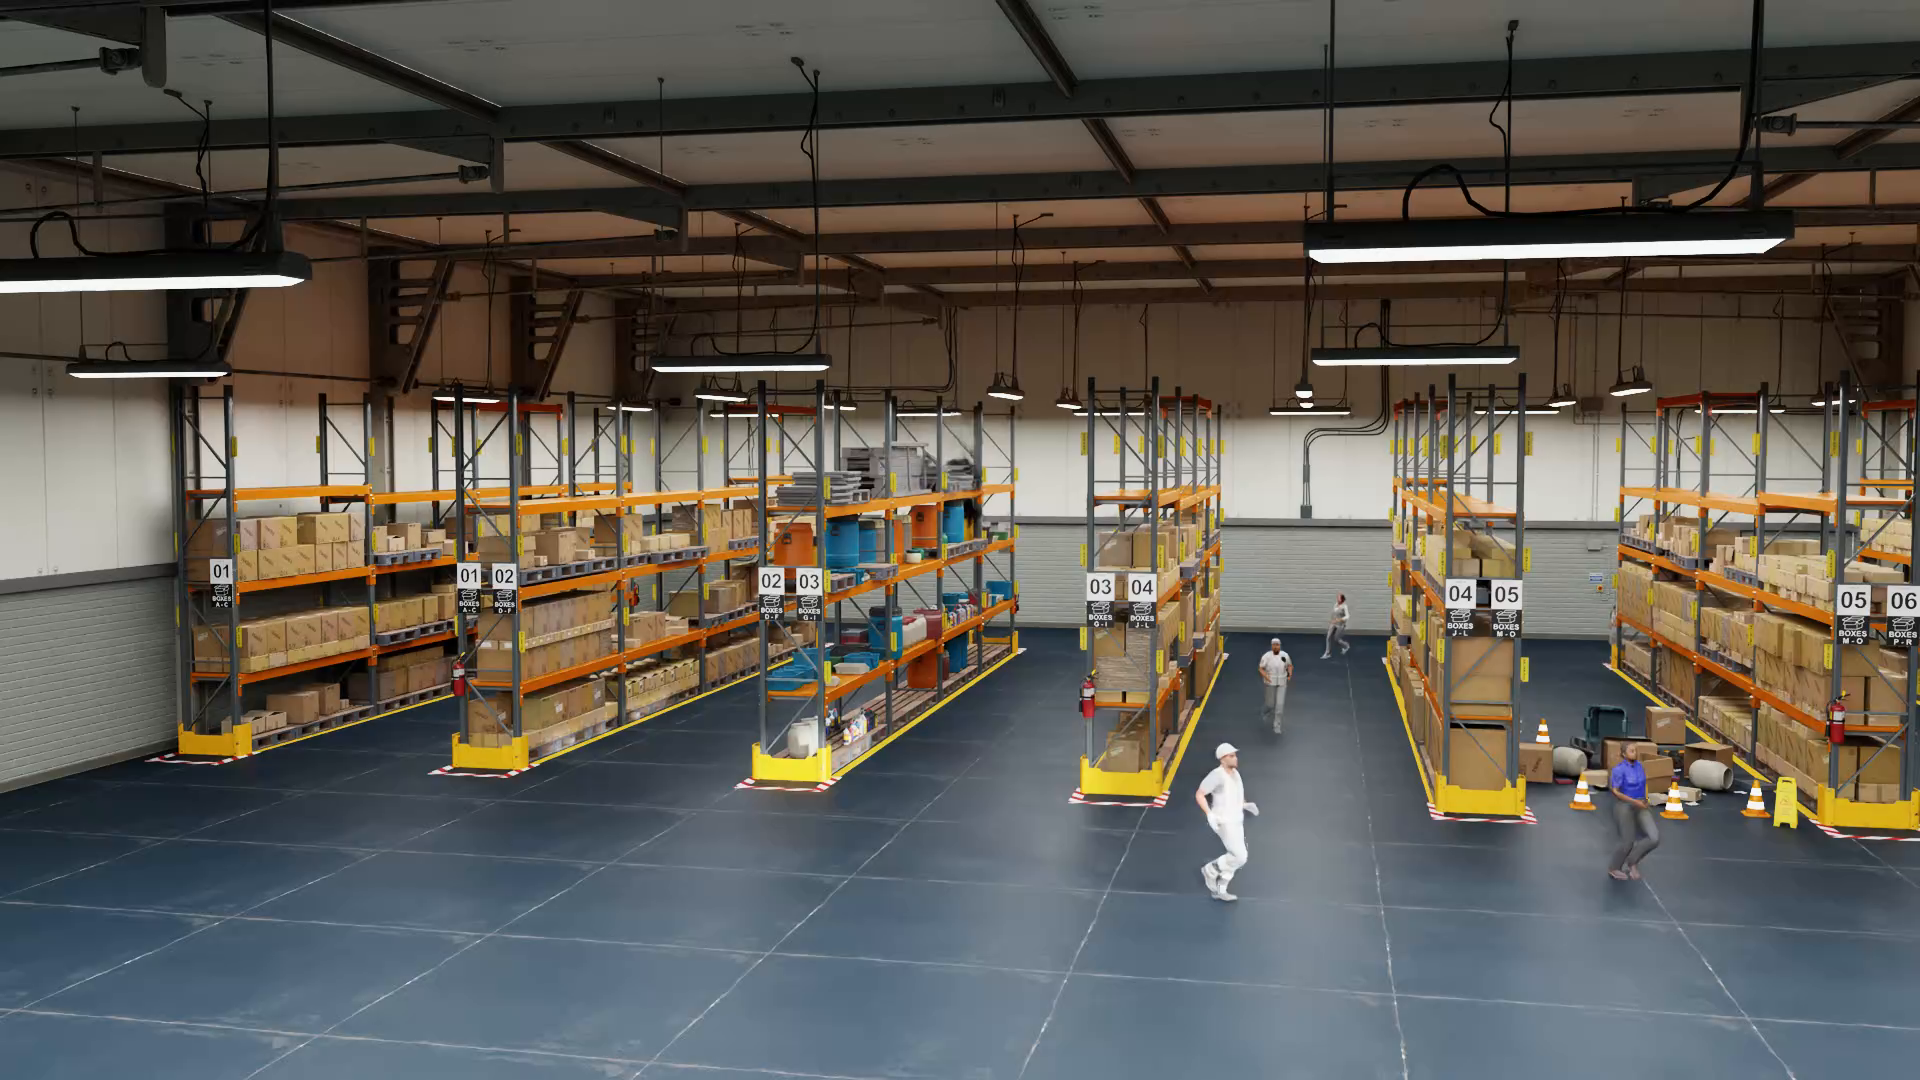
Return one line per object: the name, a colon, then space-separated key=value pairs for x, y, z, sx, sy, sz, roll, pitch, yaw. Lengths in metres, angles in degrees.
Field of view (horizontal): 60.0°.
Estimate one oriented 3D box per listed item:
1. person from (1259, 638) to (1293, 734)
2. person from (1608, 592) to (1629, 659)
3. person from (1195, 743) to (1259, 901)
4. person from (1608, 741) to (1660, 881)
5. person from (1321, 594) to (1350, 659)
person: x=5.577 y=2.554 z=29.359 sx=0.614 sy=1.663 sz=0.766 roll=0 pitch=3 yaw=3
person: x=15.428 y=1.986 z=38.816 sx=0.573 sy=1.693 sz=0.707 roll=2 pitch=4 yaw=33
person: x=2.972 y=3.106 z=18.273 sx=0.587 sy=1.739 sz=0.656 roll=3 pitch=4 yaw=39
person: x=7.750 y=3.118 z=19.125 sx=0.589 sy=1.615 sz=0.609 roll=-1 pitch=3 yaw=-24
person: x=9.007 y=2.036 z=39.254 sx=0.671 sy=1.558 sz=0.583 roll=-2 pitch=4 yaw=-32
